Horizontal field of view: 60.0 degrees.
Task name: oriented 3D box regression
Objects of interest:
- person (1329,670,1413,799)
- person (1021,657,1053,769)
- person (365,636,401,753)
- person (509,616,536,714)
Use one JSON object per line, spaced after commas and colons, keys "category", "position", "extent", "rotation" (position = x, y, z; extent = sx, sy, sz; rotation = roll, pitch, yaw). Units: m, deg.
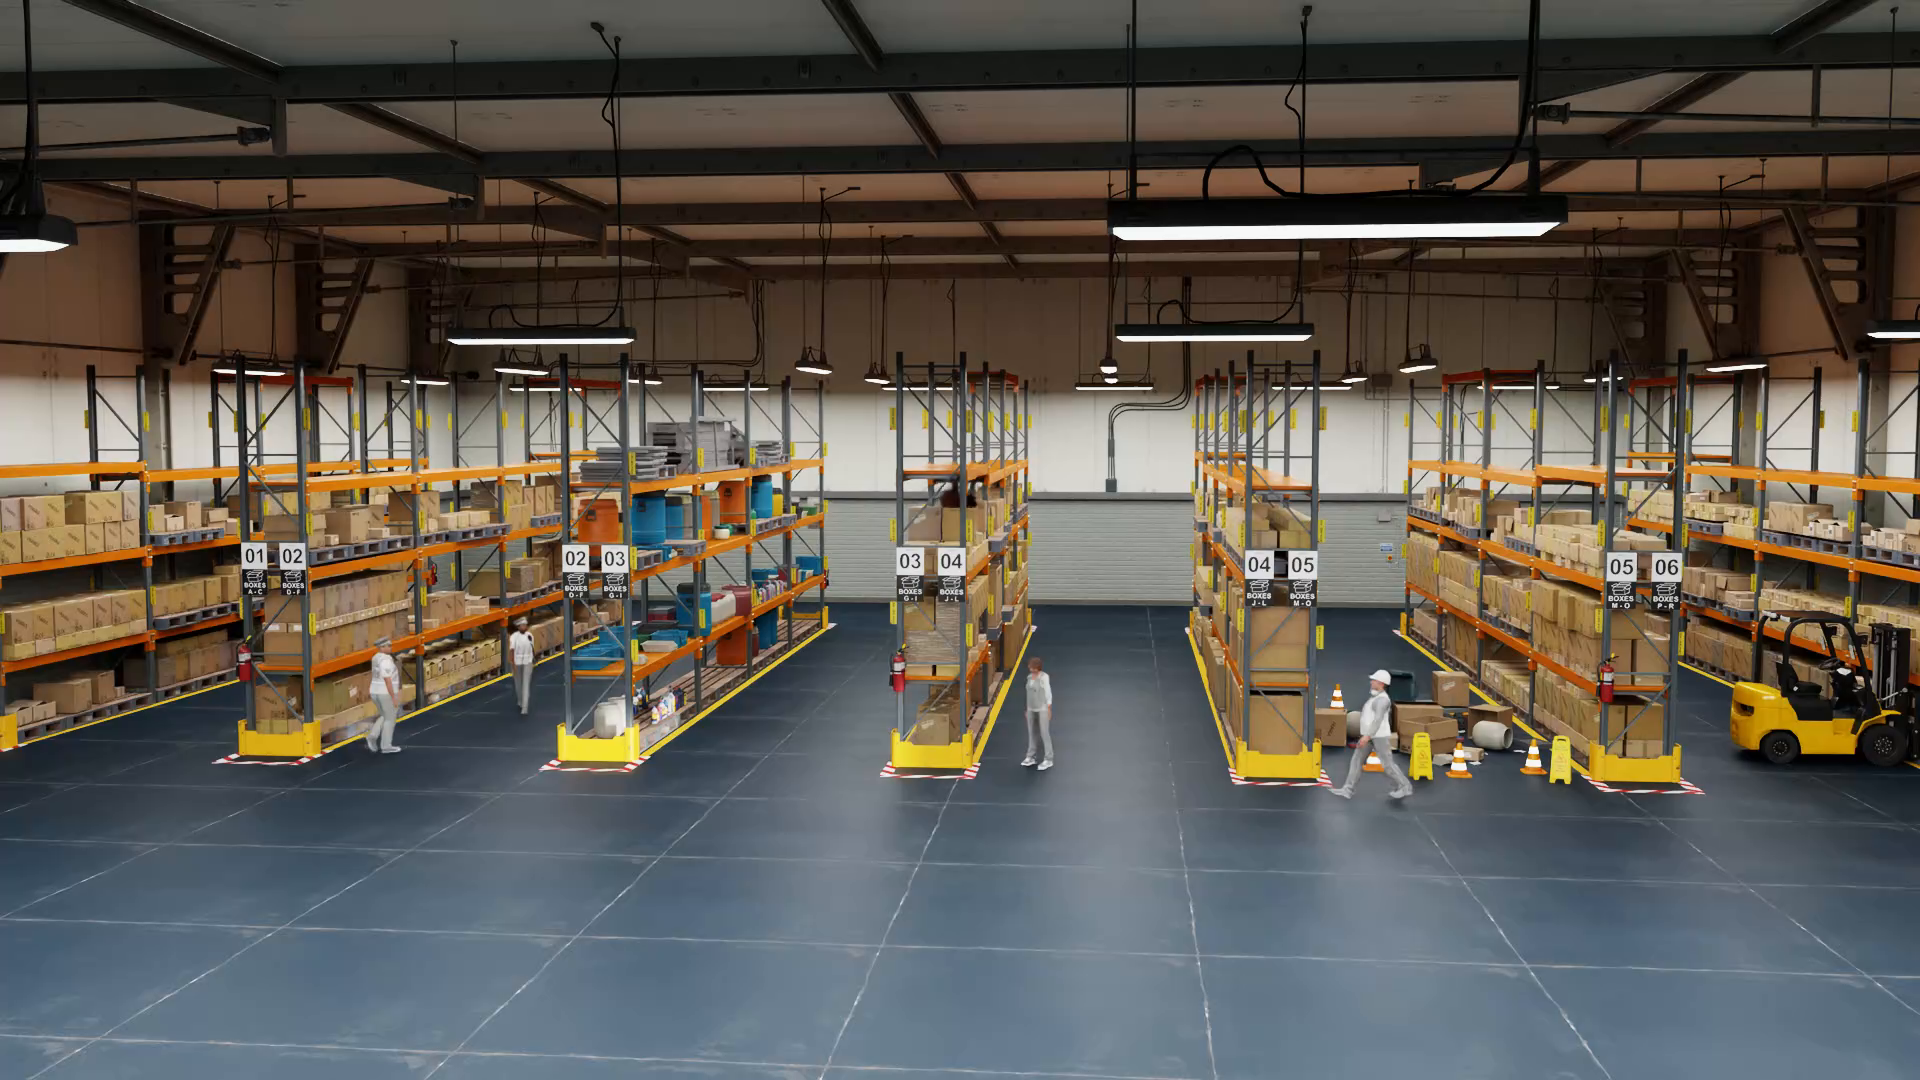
{"category": "person", "position": [5.454, 2.578, 21.950], "extent": [1.026, 1.728, 0.519], "rotation": [-1, 4, -8]}
{"category": "person", "position": [1.111, 2.514, 24.111], "extent": [0.361, 1.546, 0.487], "rotation": [-4, 6, -43]}
{"category": "person", "position": [-8.680, 2.329, 25.087], "extent": [0.591, 1.780, 0.472], "rotation": [3, 5, 37]}
{"category": "person", "position": [-7.552, 2.137, 28.726], "extent": [0.433, 1.648, 0.938], "rotation": [0, 4, -6]}
